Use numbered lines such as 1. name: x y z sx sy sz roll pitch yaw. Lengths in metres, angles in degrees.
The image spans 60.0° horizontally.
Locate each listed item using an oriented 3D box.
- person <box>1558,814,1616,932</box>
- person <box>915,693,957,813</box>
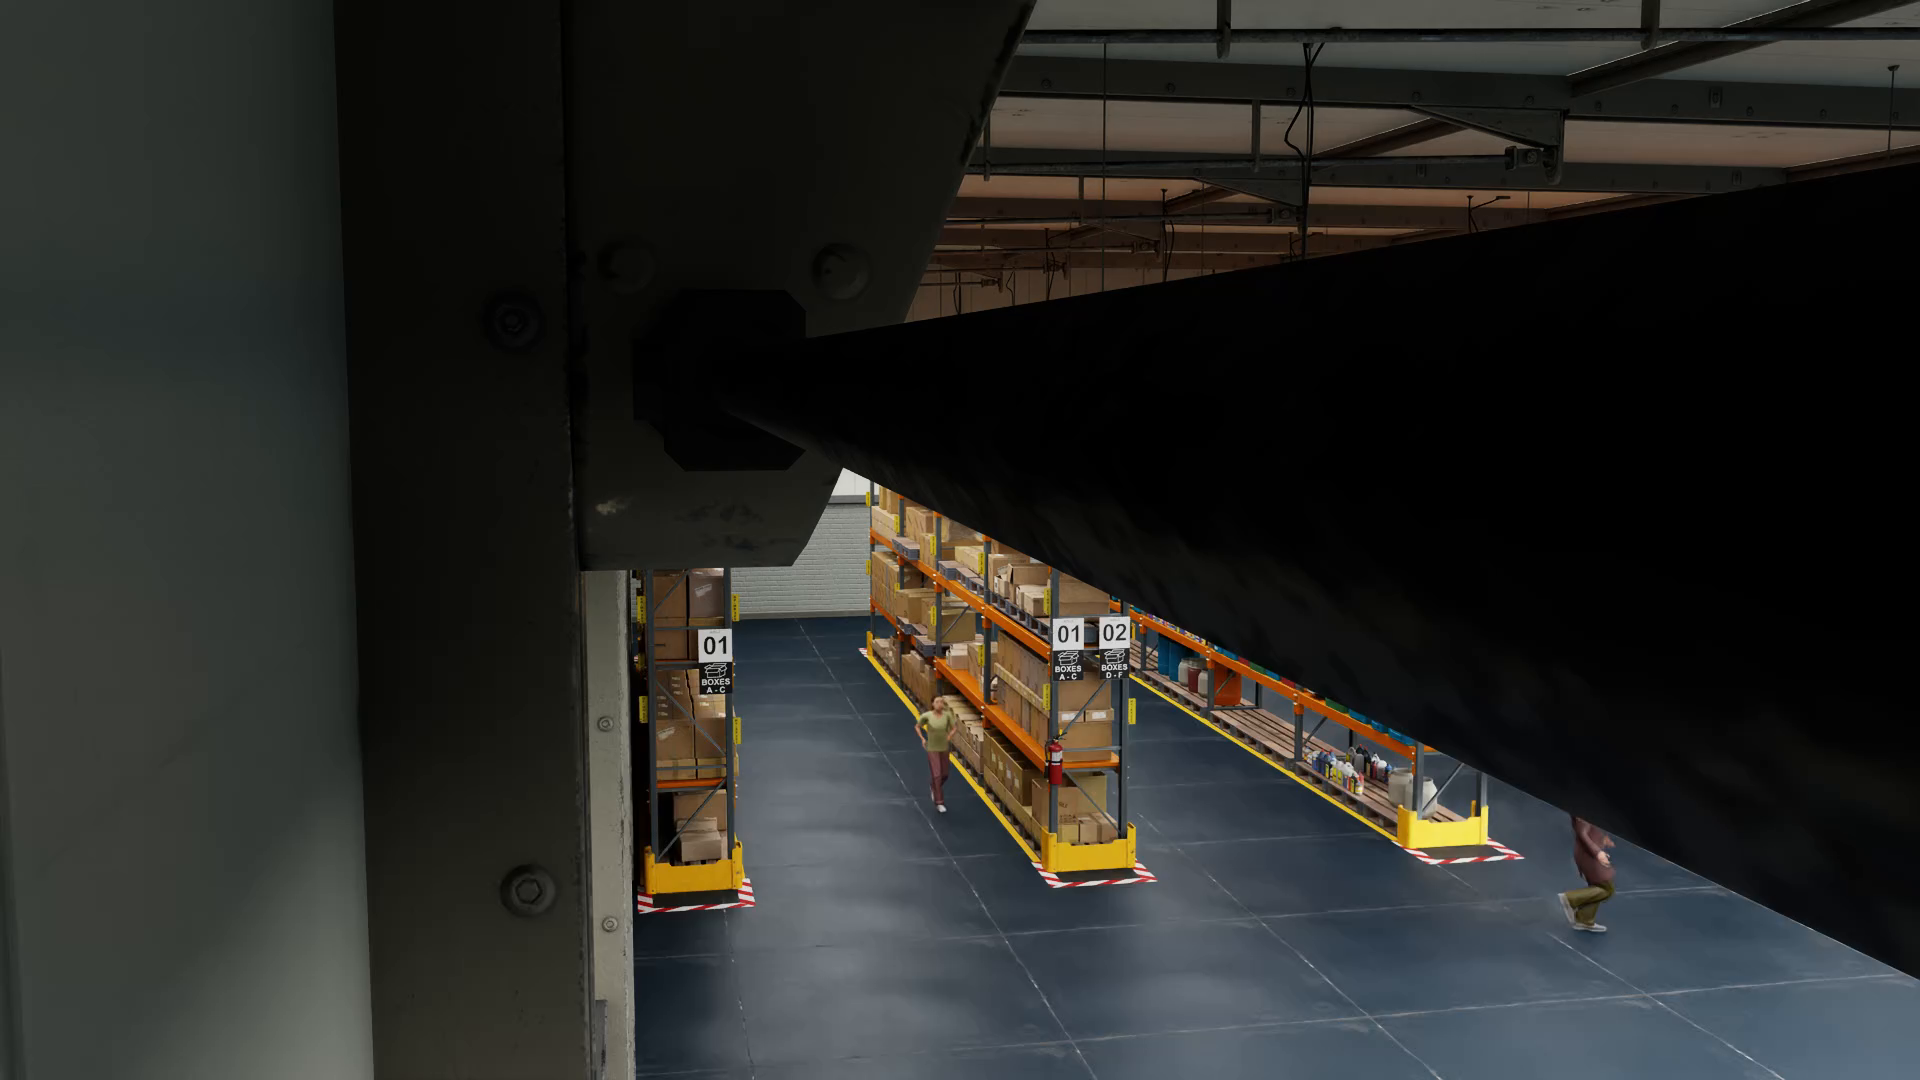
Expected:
1. person: 7.018 3.536 18.606 0.635 1.734 0.717 1 6 8
2. person: -0.323 3.013 23.845 0.597 1.656 0.803 -2 6 -18
